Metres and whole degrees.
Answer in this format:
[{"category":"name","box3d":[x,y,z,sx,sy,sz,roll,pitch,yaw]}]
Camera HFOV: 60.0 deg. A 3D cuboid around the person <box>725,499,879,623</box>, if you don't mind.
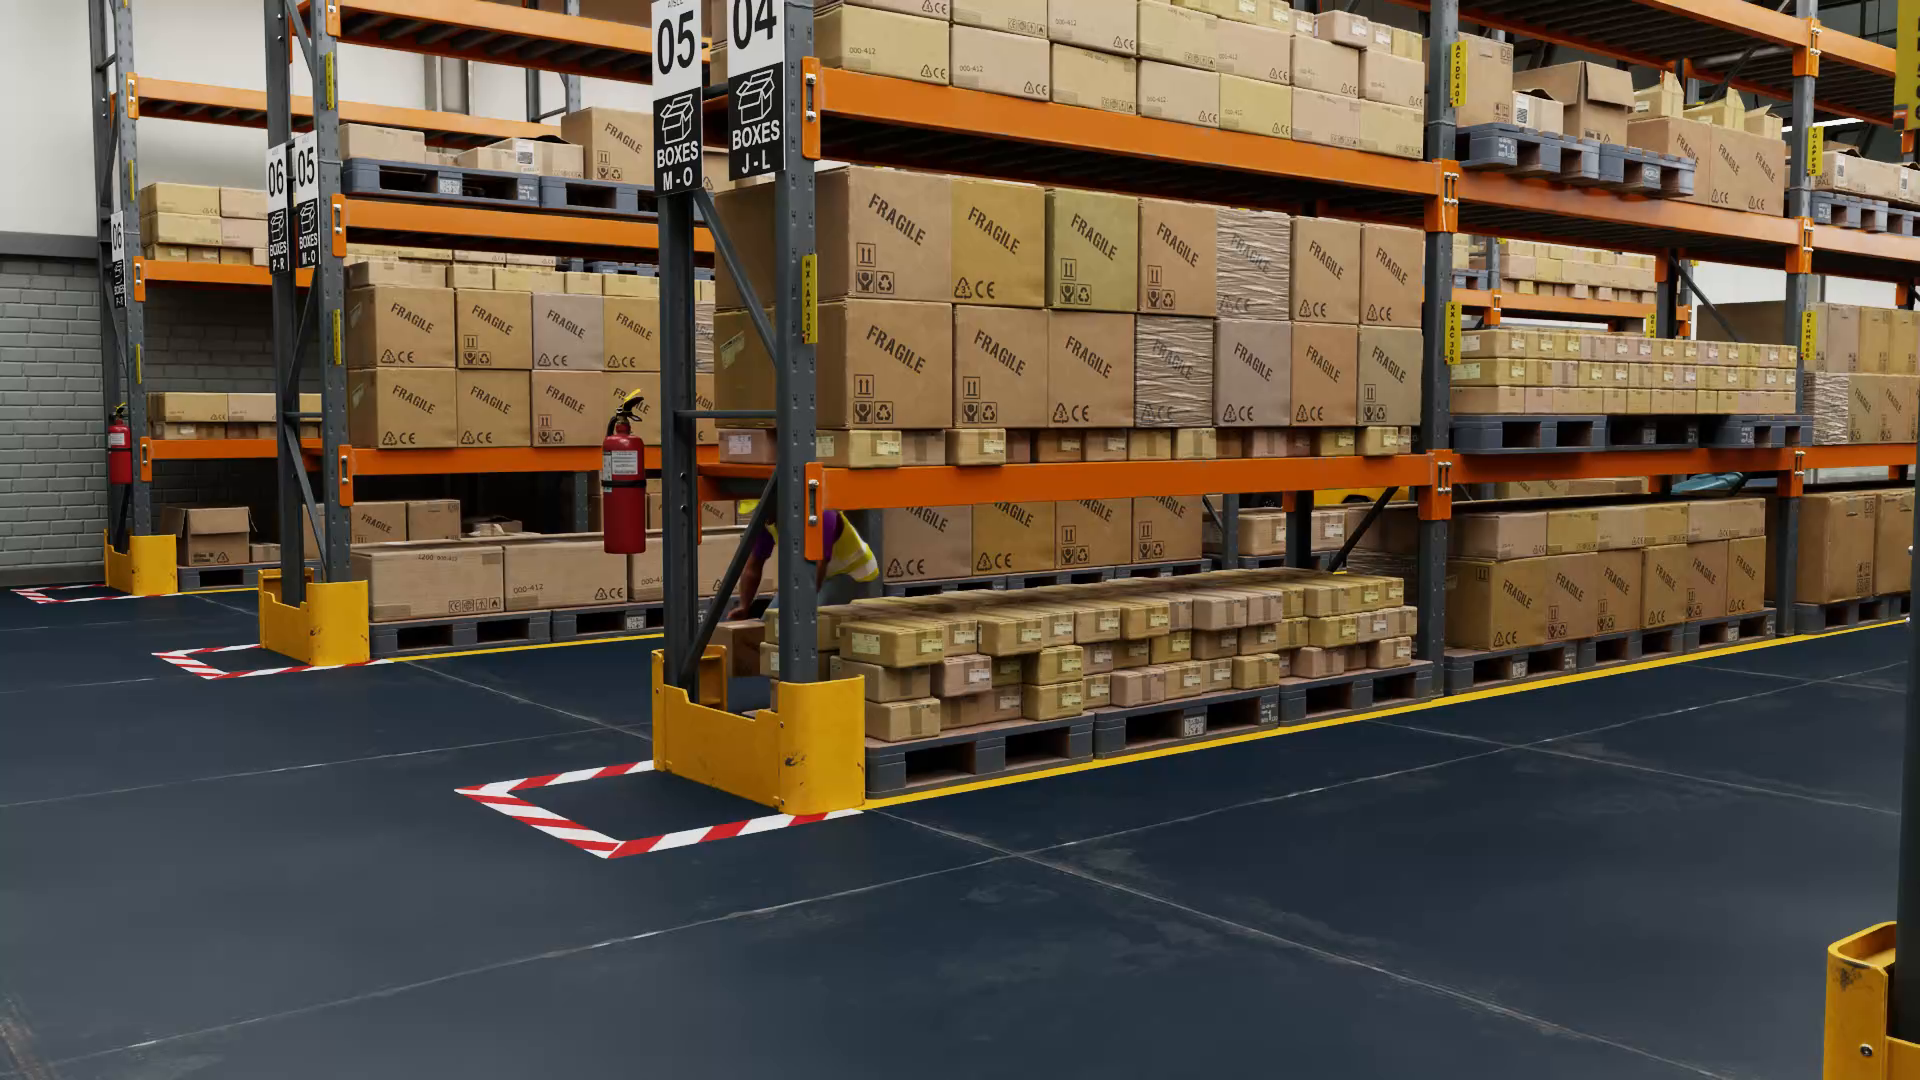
[{"category":"person","box3d":[-0.792,0.232,8.638,0.823,1.260,0.626,-4,6,-40]}]
